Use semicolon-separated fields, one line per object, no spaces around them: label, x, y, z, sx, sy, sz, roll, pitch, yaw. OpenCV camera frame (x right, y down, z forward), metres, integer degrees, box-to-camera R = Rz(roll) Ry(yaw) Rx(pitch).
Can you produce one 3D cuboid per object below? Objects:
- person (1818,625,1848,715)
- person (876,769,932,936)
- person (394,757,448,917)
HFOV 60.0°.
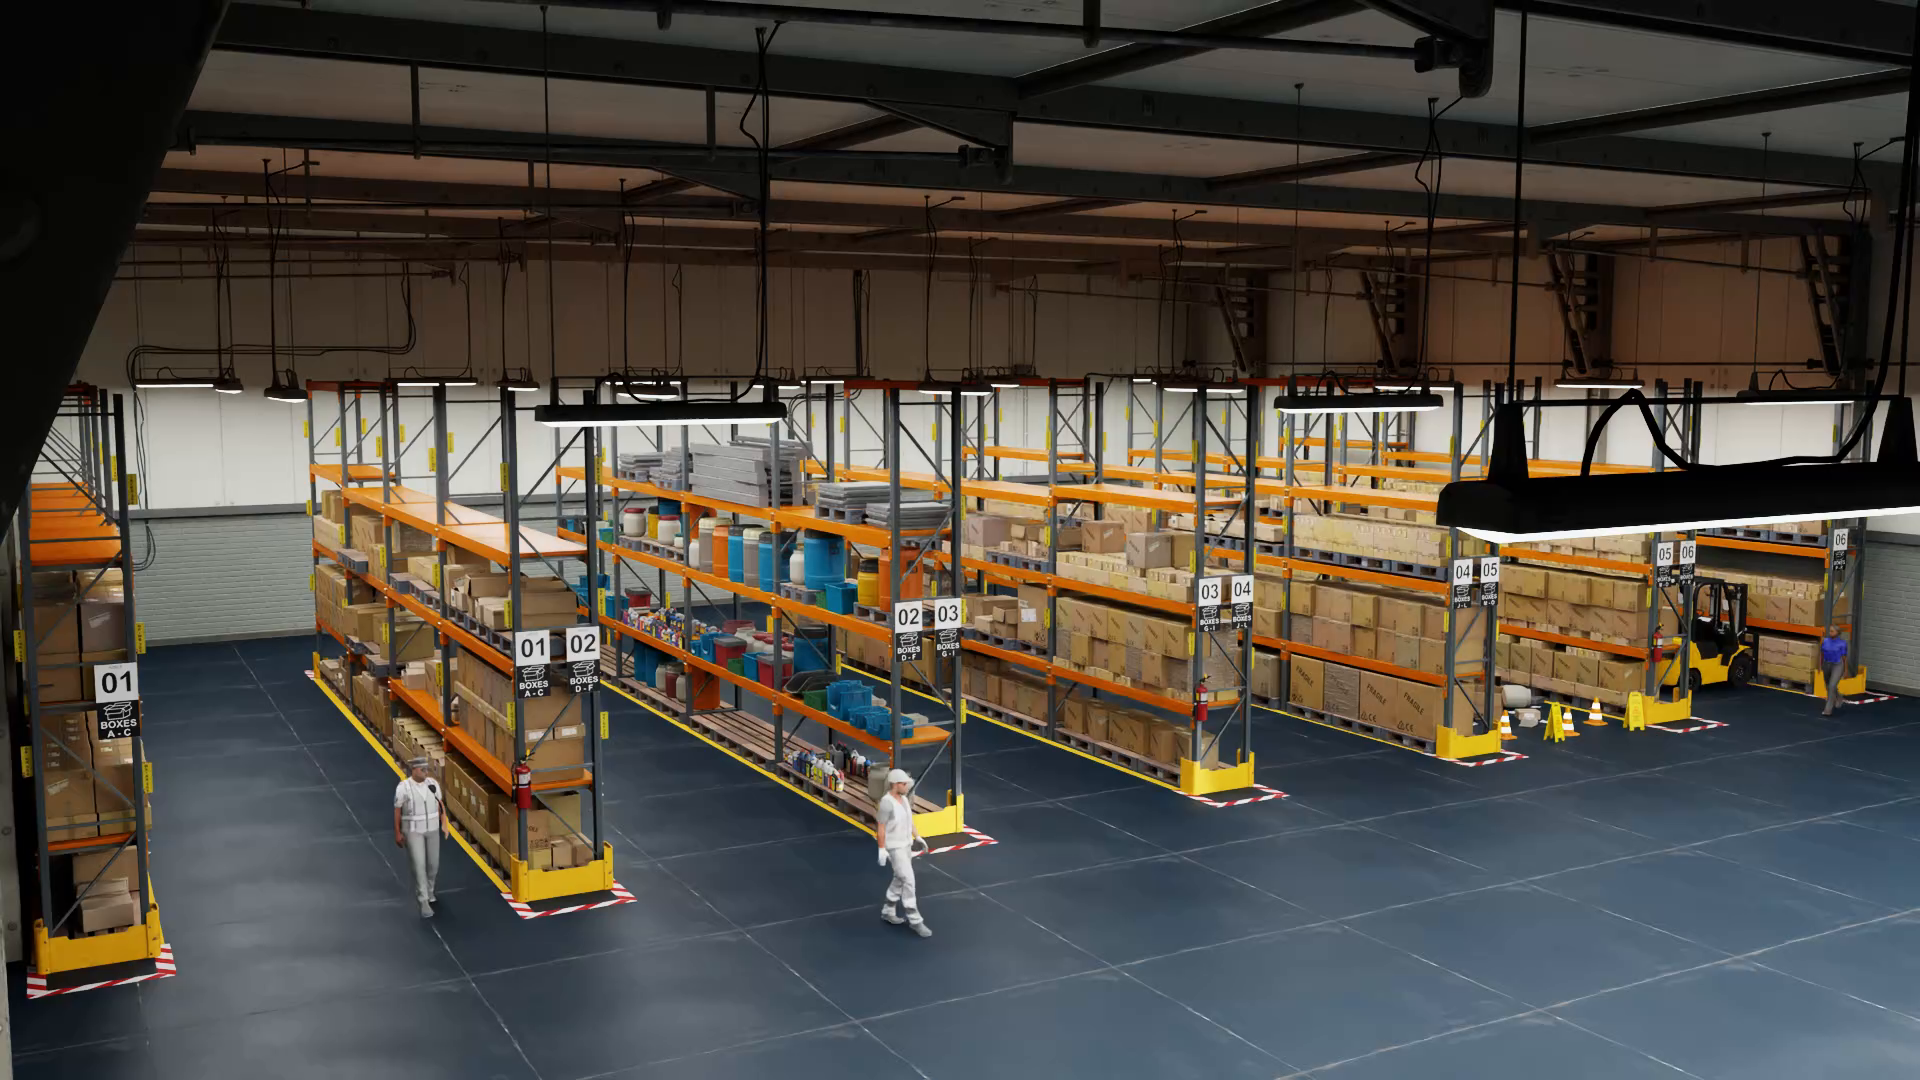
person;15.821;2.317;30.092;0.923;1.614;0.470;-4;7;-36
person;-0.580;3.472;18.638;0.756;1.790;0.559;3;7;25
person;-6.204;3.430;19.366;0.561;1.748;0.755;-6;8;-42
